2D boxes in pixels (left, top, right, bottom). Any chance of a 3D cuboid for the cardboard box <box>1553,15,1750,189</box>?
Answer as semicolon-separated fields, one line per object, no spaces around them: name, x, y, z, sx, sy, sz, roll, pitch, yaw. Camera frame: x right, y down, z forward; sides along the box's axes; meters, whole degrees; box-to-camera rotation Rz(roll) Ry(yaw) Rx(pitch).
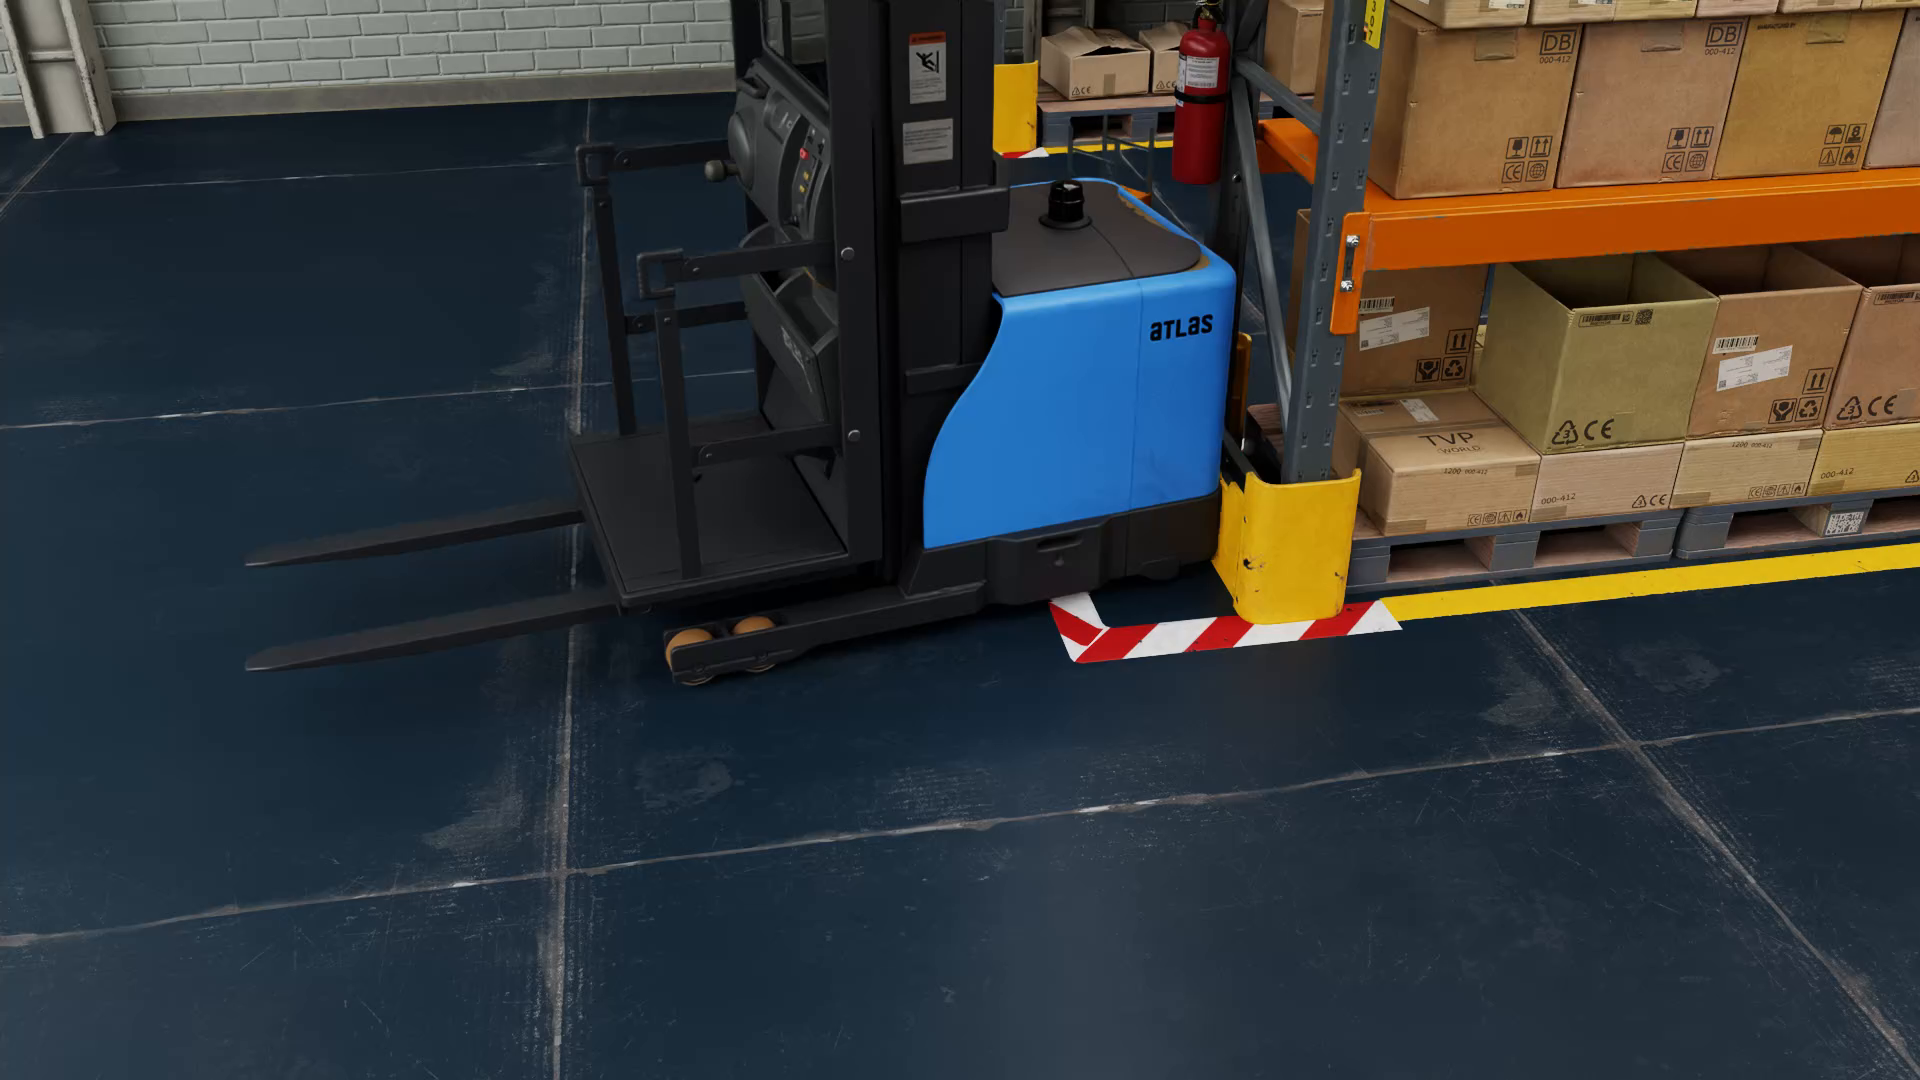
cardboard box;1.974;-1.456;5.169;0.500;0.500;0.700;-5;31;-8

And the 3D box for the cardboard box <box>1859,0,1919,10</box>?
cardboard box;2.688;-1.696;4.937;0.250;0.149;0.380;-6;31;-10

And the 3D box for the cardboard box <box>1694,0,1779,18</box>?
cardboard box;2.175;-1.647;4.853;0.250;0.149;0.380;-6;31;-10

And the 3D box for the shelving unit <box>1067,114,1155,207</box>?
shelving unit;0.540;-0.942;6.166;0.189;1.200;0.258;-27;39;-36

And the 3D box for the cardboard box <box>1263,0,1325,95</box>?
cardboard box;2.089;-3.021;9.960;0.500;0.500;0.700;-7;31;-12

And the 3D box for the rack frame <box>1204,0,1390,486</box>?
rack frame;0.997;-1.327;5.047;0.127;3.000;1.000;-5;31;-9

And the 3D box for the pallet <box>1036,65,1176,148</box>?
pallet;0.981;-2.658;10.061;1.213;0.211;1.003;-5;31;-9

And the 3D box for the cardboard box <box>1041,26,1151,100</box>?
cardboard box;0.797;-2.845;9.848;0.500;0.311;0.500;-9;32;-15

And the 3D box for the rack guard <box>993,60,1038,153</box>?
rack guard;0.175;-2.725;9.892;0.348;0.500;1.175;-5;31;-9

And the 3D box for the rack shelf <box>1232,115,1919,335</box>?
rack shelf;2.964;-1.199;5.540;4.000;0.370;1.077;-5;31;-9

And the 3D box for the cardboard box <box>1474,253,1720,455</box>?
cardboard box;2.056;-0.630;5.421;0.500;0.500;0.500;-5;31;-9

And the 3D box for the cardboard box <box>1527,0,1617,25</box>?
cardboard box;1.681;-1.603;4.779;0.250;0.149;0.380;-6;31;-10

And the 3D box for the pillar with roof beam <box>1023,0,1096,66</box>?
pillar with roof beam;1.409;-4.731;4.918;0.400;9.000;9.100;-5;31;-9

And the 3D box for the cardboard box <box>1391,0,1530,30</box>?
cardboard box;1.421;-1.578;4.735;0.250;0.149;0.380;-6;31;-9

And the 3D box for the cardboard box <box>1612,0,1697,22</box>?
cardboard box;1.926;-1.625;4.816;0.250;0.149;0.380;-5;31;-9

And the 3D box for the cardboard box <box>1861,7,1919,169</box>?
cardboard box;2.980;-1.549;5.326;0.500;0.500;0.700;-4;31;-7

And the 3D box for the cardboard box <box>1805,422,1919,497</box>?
cardboard box;3.040;-0.397;5.763;0.500;0.250;0.500;-5;31;-9

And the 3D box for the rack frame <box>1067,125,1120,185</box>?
rack frame;0.473;-0.909;6.112;0.006;1.200;0.240;-27;39;-36

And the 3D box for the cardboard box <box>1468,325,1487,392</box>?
cardboard box;1.961;-0.570;6.059;0.500;0.250;0.500;-5;31;-9

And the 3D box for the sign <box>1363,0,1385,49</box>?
sign;1.091;-1.457;4.336;0.005;0.325;0.100;-5;31;-9

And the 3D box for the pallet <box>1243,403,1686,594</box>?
pallet;1.741;-0.215;5.908;1.213;0.211;1.003;-5;31;-9

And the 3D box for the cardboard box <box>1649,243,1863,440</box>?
cardboard box;2.545;-0.682;5.510;0.500;0.500;0.500;-5;31;-9

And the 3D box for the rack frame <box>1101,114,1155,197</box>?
rack frame;0.606;-0.975;6.220;0.006;1.200;0.240;-27;39;-36

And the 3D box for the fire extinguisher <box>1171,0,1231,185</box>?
fire extinguisher;0.797;-1.514;5.442;0.183;0.674;0.296;-5;31;-9

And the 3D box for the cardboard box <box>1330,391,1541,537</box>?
cardboard box;1.564;-0.260;5.532;0.500;0.250;0.500;-5;31;-9

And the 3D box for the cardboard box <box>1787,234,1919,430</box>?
cardboard box;3.040;-0.719;5.572;0.500;0.500;0.500;-5;31;-9

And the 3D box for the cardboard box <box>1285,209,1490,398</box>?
cardboard box;1.471;-0.843;5.783;0.500;0.500;0.500;-5;31;-9

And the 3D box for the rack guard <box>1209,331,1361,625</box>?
rack guard;0.973;-0.247;5.677;0.348;0.500;1.175;-5;31;-9

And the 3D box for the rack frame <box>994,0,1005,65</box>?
rack frame;0.101;-3.796;9.247;0.127;3.000;1.000;-5;31;-9

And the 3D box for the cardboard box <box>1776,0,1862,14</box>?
cardboard box;2.437;-1.673;4.897;0.250;0.149;0.380;-6;31;-11

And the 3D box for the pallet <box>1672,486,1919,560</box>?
pallet;2.939;-0.325;6.094;1.213;0.211;1.003;-5;31;-9

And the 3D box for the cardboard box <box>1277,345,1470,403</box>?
cardboard box;1.471;-0.519;5.971;0.500;0.250;0.500;-5;31;-9

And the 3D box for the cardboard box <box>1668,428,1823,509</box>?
cardboard box;2.547;-0.353;5.690;0.500;0.250;0.500;-5;31;-9

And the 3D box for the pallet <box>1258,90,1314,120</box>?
pallet;2.178;-2.767;10.248;1.213;0.211;1.003;-5;31;-9

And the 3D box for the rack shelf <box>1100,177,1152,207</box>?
rack shelf;0.537;-1.213;6.004;0.180;0.103;0.258;-27;39;-36

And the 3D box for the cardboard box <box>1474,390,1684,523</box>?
cardboard box;2.055;-0.308;5.613;0.500;0.250;0.500;-5;31;-9

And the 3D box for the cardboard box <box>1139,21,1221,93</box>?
cardboard box;1.358;-2.897;9.936;0.500;0.311;0.500;-3;31;-5

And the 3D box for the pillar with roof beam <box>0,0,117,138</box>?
pillar with roof beam;-4.493;-4.183;3.986;0.400;9.000;9.100;-5;31;-9

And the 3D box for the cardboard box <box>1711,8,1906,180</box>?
cardboard box;2.463;-1.499;5.241;0.500;0.500;0.700;-5;31;-9

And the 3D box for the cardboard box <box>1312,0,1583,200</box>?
cardboard box;1.458;-1.406;5.083;0.500;0.500;0.700;-5;31;-9

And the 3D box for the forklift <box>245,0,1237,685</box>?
forklift;-0.710;-1.130;4.779;3.031;2.935;1.130;-11;32;-18
